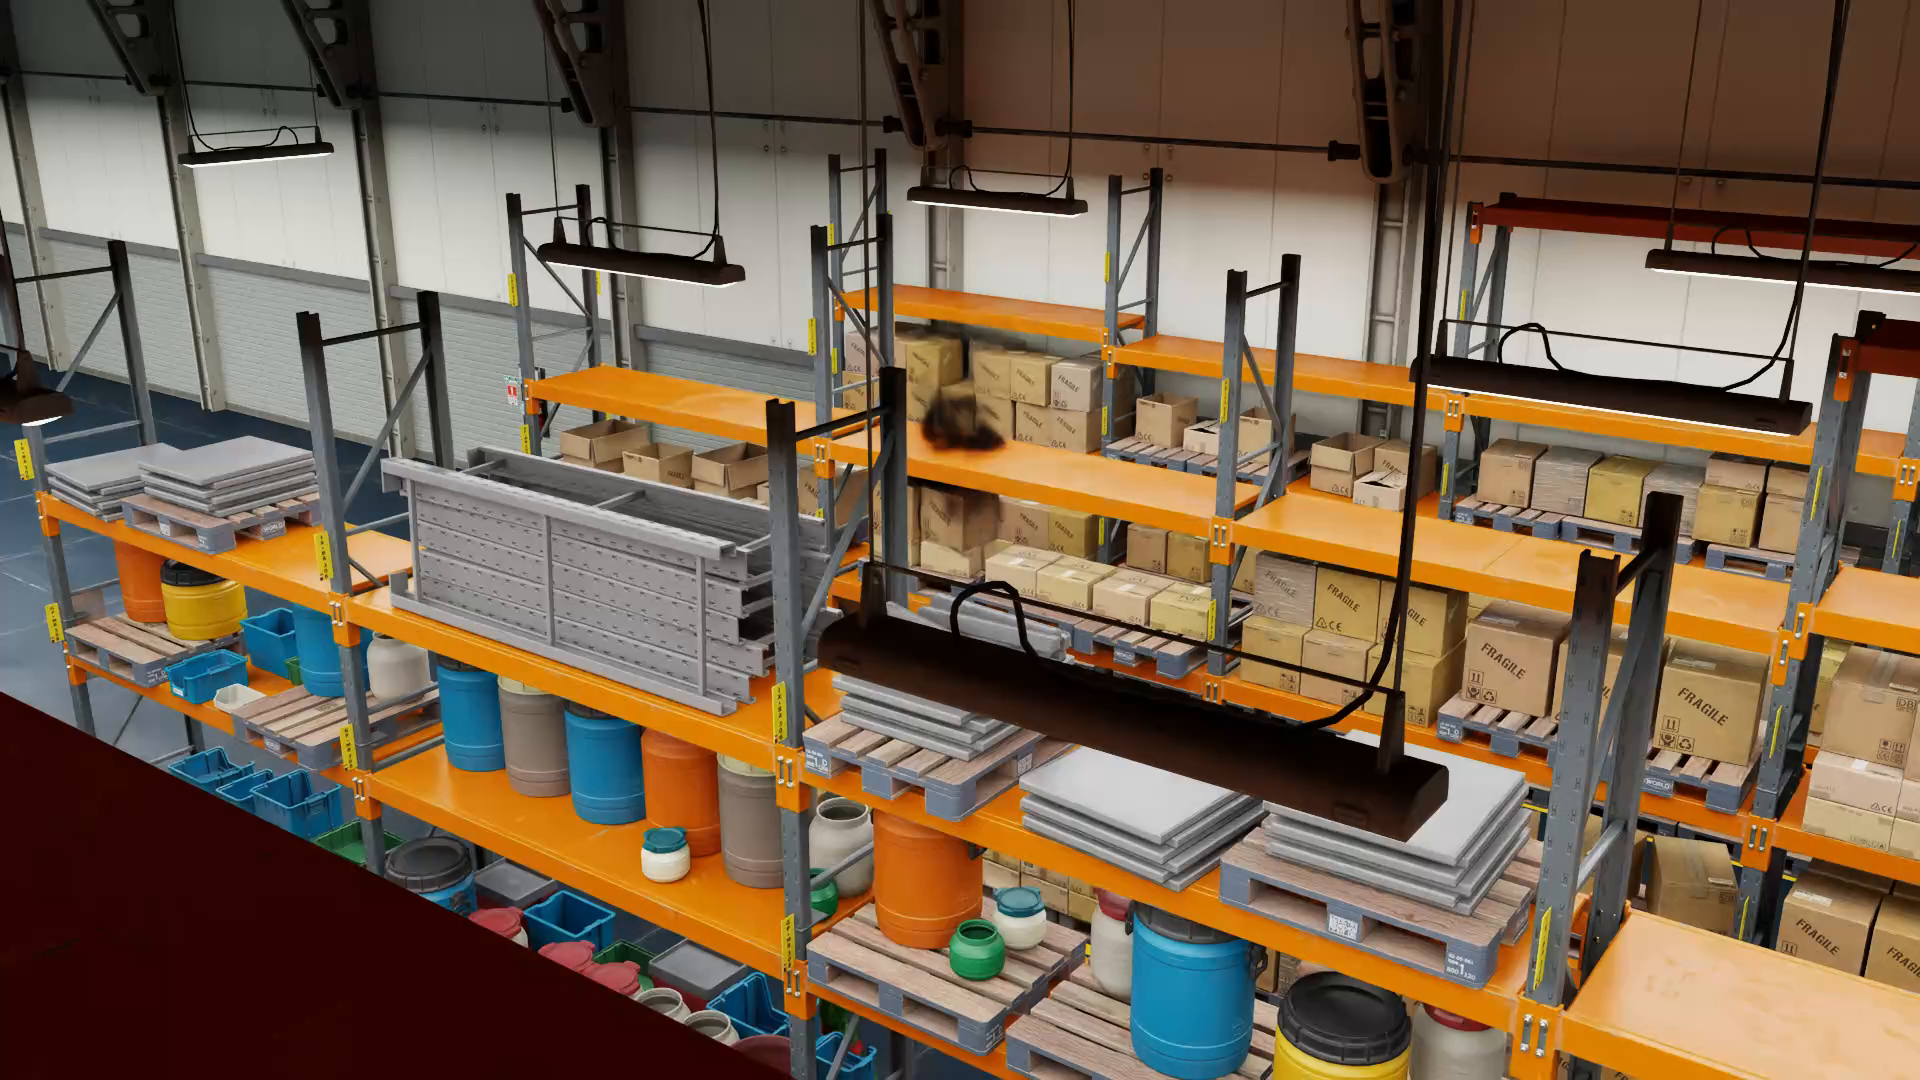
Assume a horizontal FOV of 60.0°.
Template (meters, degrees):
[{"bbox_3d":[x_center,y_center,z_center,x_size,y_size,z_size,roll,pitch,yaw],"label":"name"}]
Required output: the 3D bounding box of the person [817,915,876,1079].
[{"bbox_3d":[-0.908,3.289,12.467,0.758,1.840,0.639,13,22,33],"label":"person"}]

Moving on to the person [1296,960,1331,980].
[{"bbox_3d":[2.416,3.646,11.444,0.833,1.786,0.736,10,21,27],"label":"person"}]
